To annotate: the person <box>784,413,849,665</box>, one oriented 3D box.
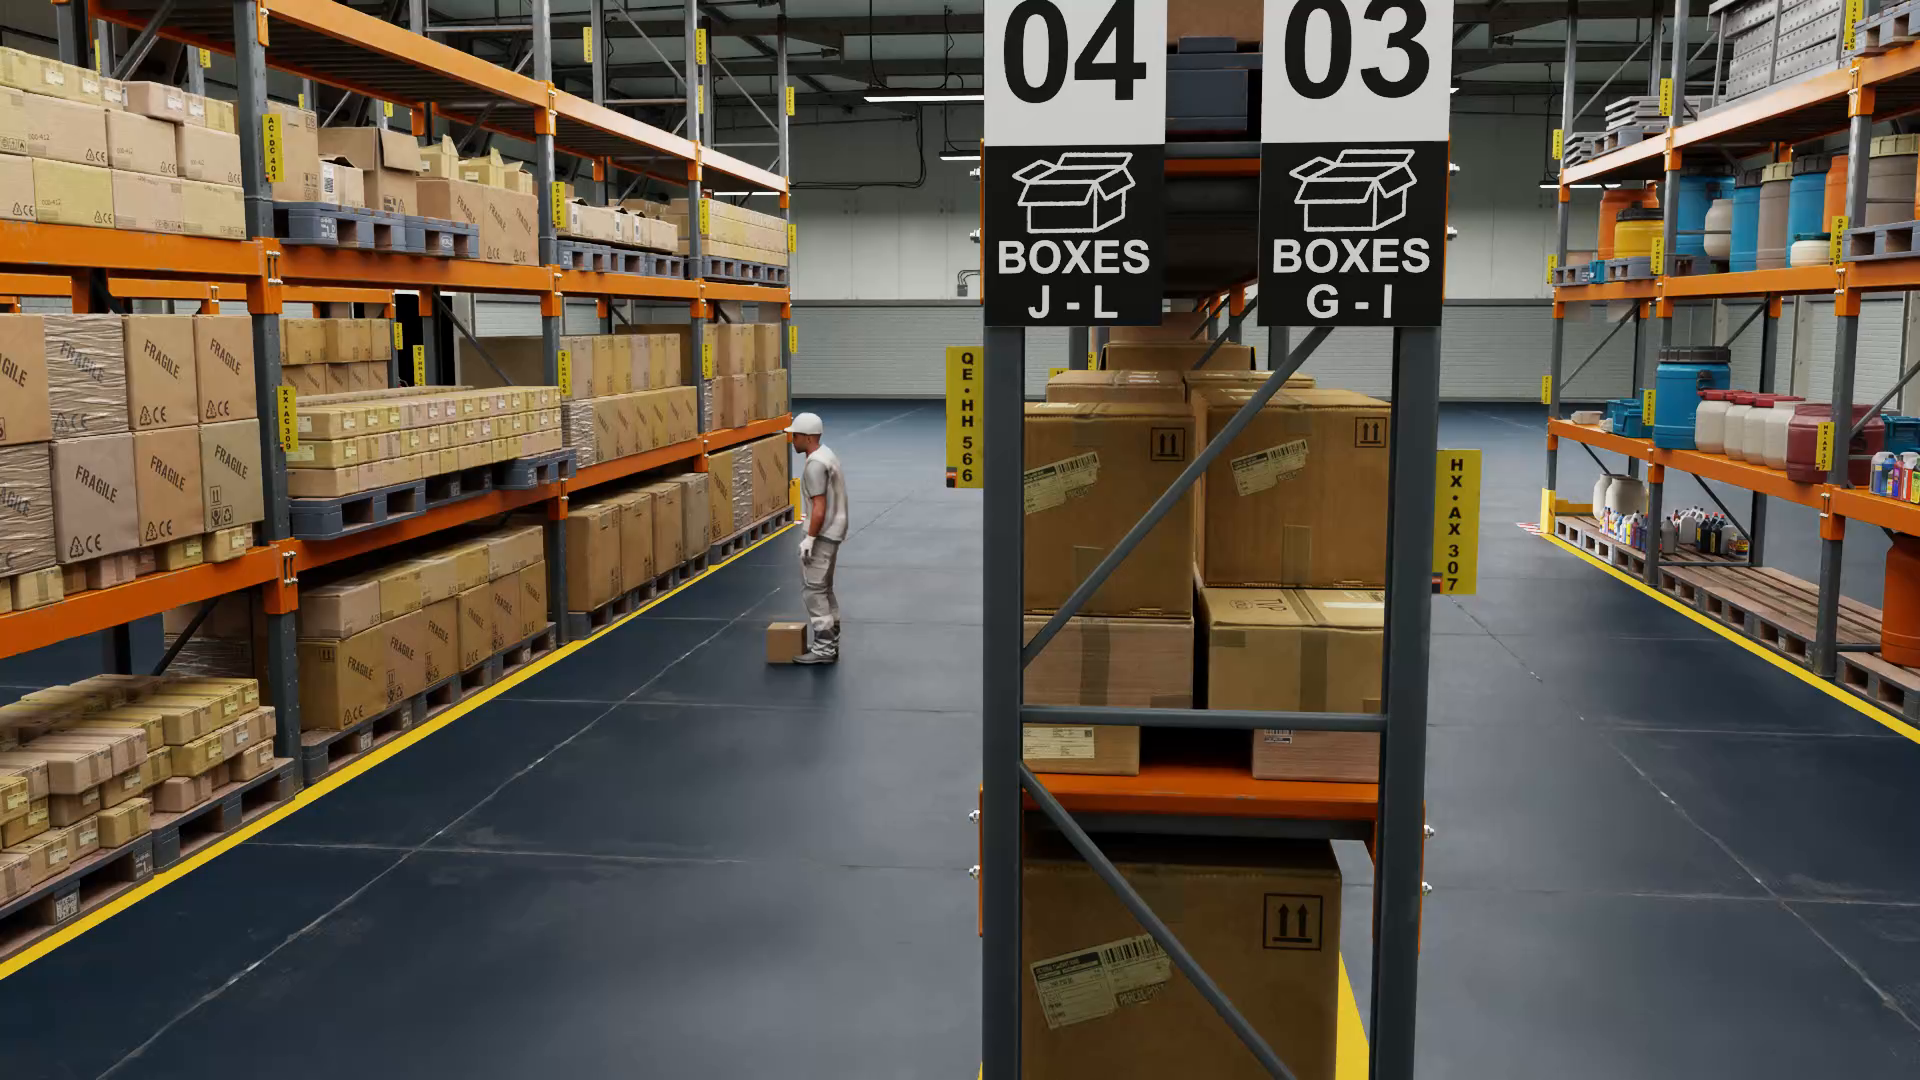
[{"bbox_3d":[-1.018,-0.014,11.831,0.446,1.781,0.623,0,8,4],"label":"person"}]
